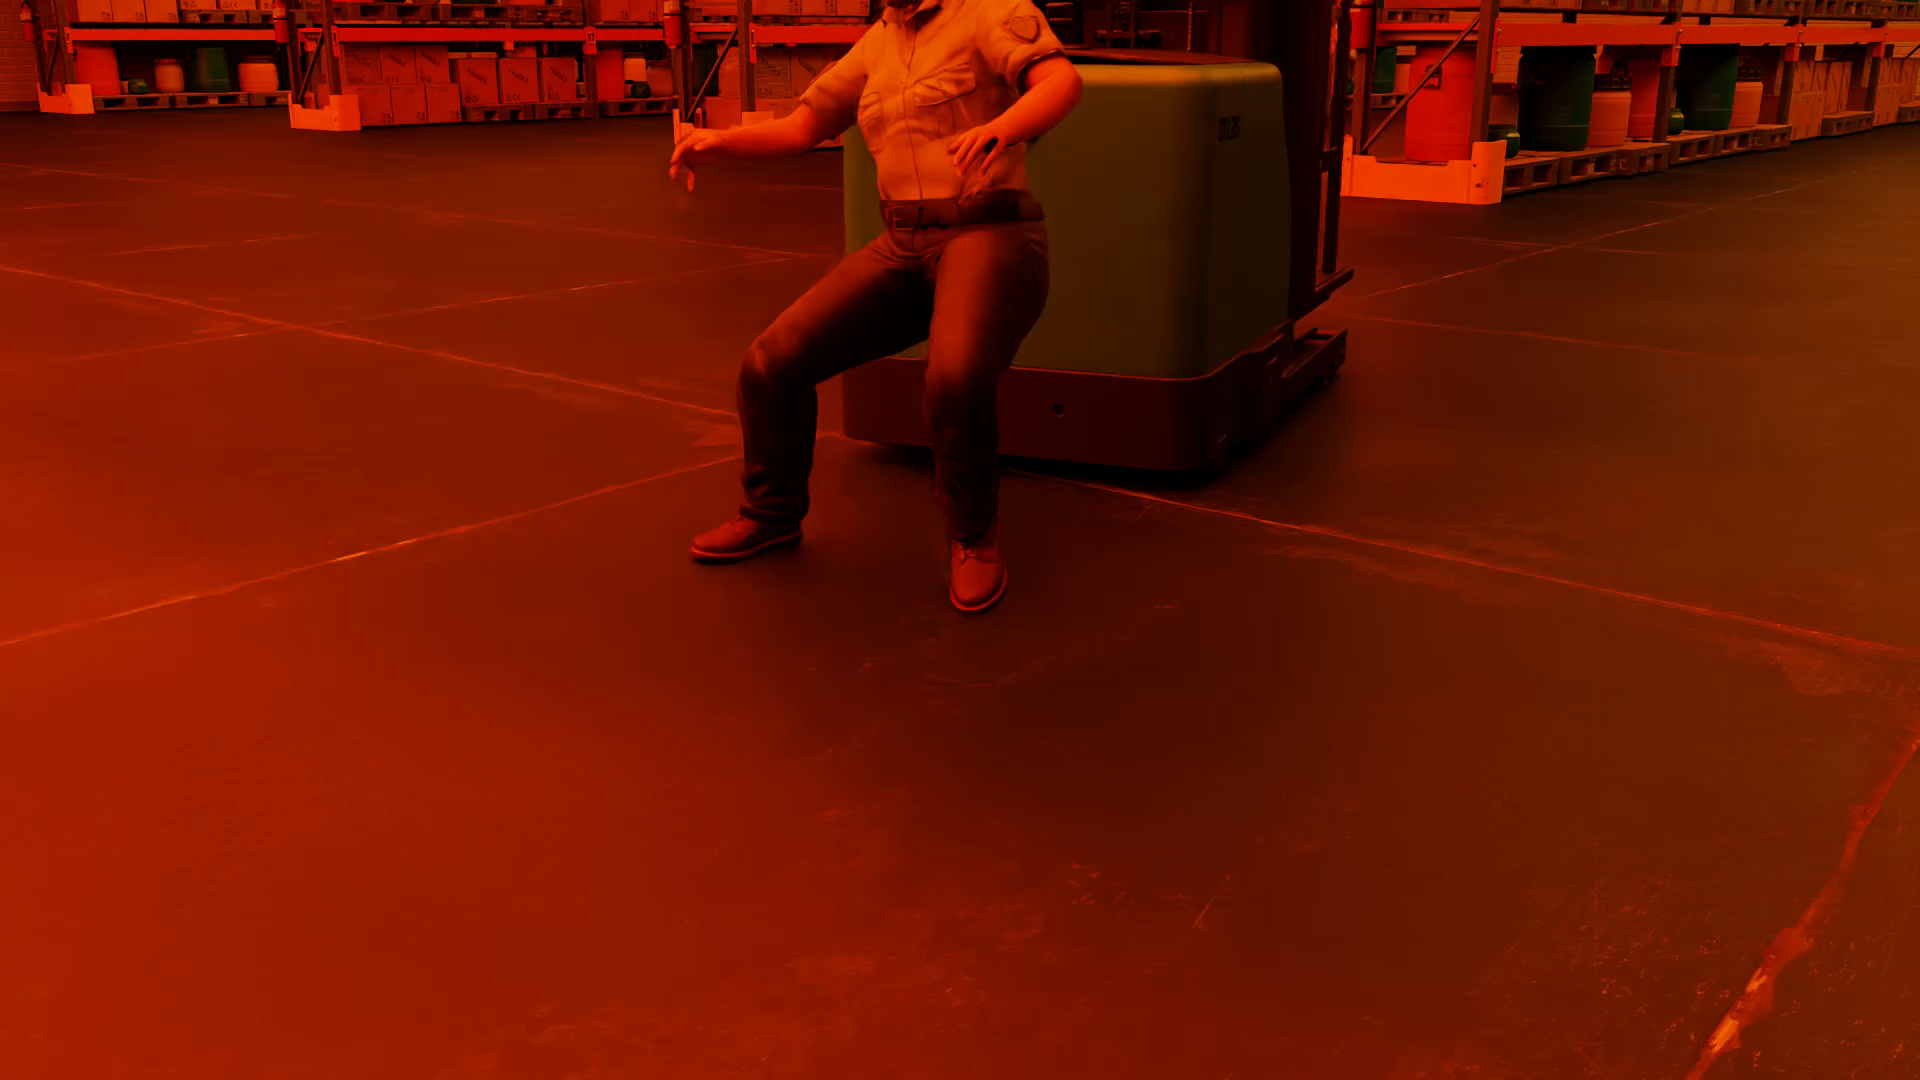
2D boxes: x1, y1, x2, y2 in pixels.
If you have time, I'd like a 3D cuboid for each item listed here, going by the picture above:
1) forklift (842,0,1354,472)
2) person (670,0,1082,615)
[{"bbox_3d":[0.714,-1.964,5.367,1.130,2.935,3.031,7,18,22],"label":"forklift"},{"bbox_3d":[-0.174,-0.602,3.421,0.706,1.455,0.924,-16,23,-42],"label":"person"}]
